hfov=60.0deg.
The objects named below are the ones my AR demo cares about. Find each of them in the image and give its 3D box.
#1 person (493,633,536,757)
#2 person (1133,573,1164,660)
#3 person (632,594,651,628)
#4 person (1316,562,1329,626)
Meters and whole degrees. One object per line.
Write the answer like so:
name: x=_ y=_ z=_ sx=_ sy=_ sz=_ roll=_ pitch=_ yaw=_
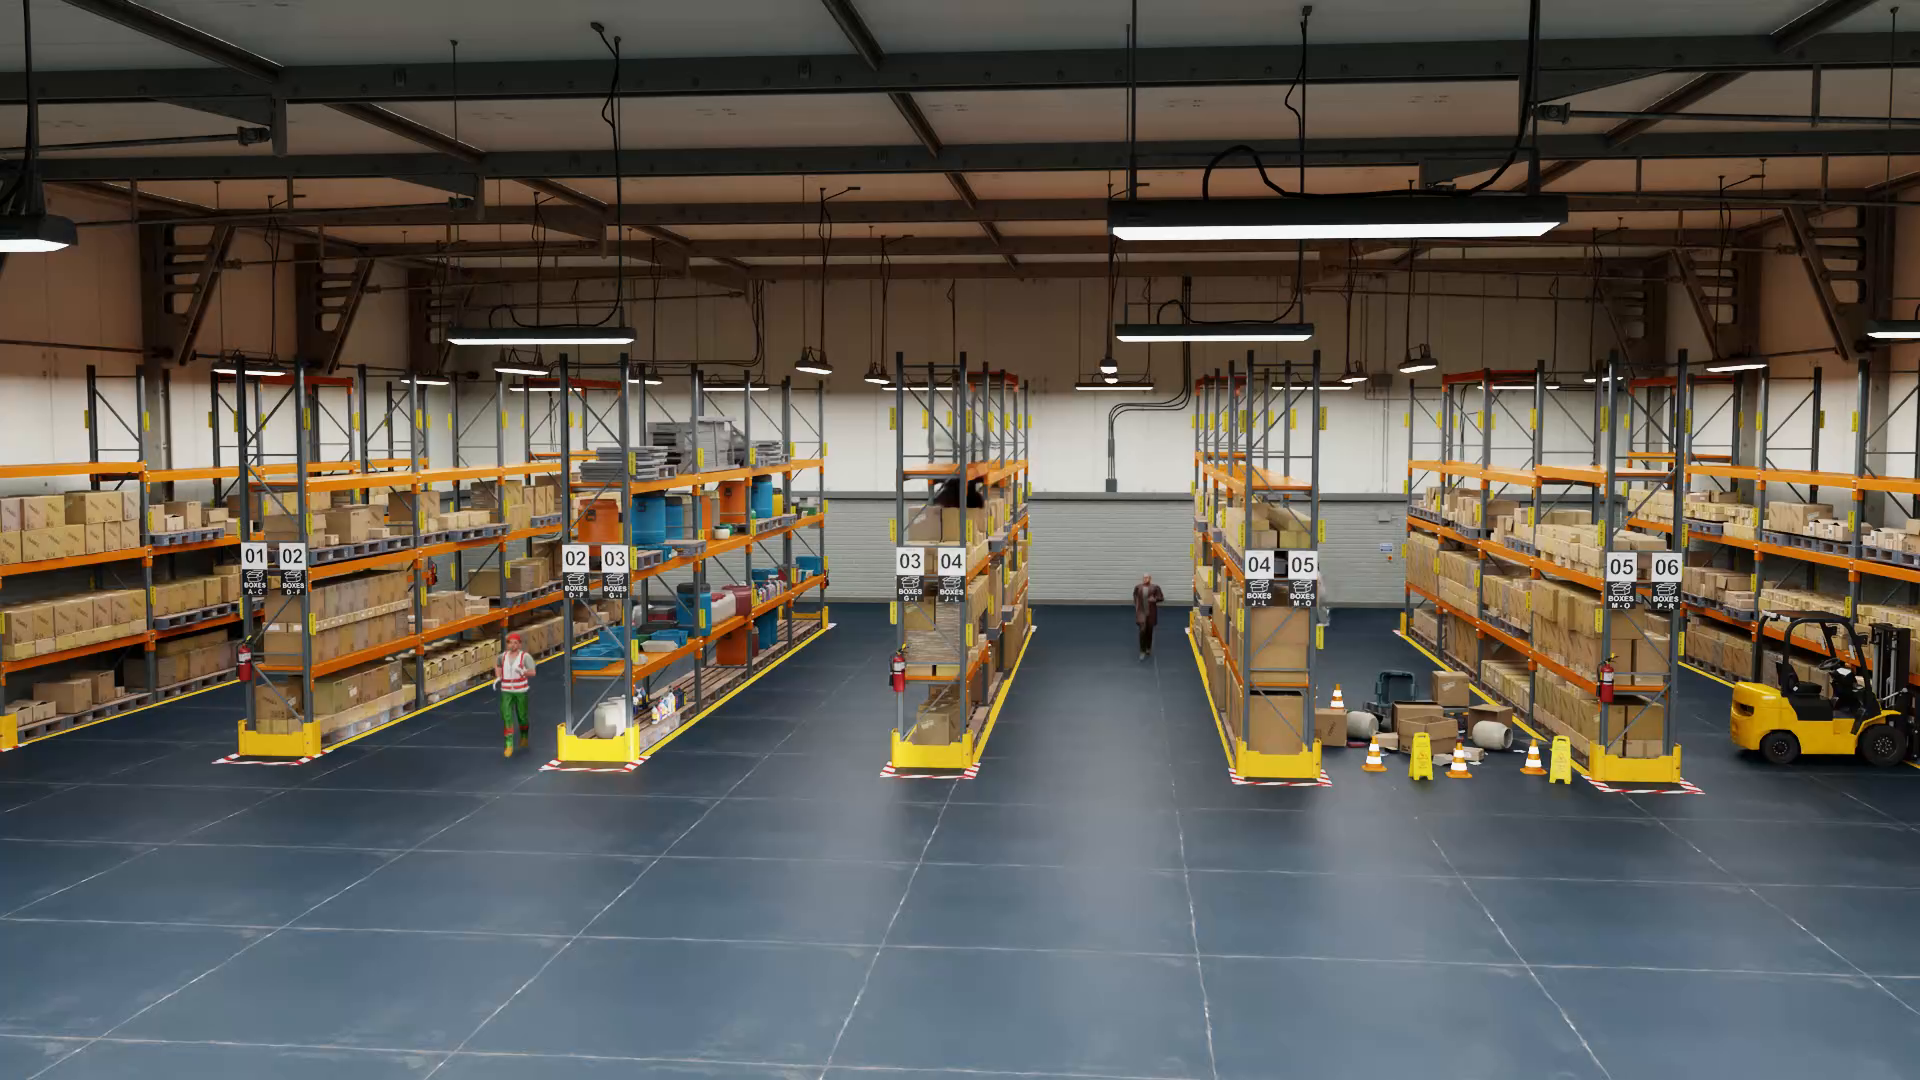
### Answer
person: x=-6.709 y=2.300 z=25.032 sx=0.653 sy=1.790 sz=0.899 roll=0 pitch=4 yaw=-4
person: x=4.003 y=1.607 z=35.356 sx=0.673 sy=1.839 sz=0.914 roll=1 pitch=4 yaw=10
person: x=-6.240 y=1.854 z=32.700 sx=0.531 sy=1.607 sz=0.838 roll=0 pitch=4 yaw=3
person: x=8.708 y=1.313 z=40.553 sx=0.635 sy=1.589 sz=0.529 roll=0 pitch=4 yaw=0
